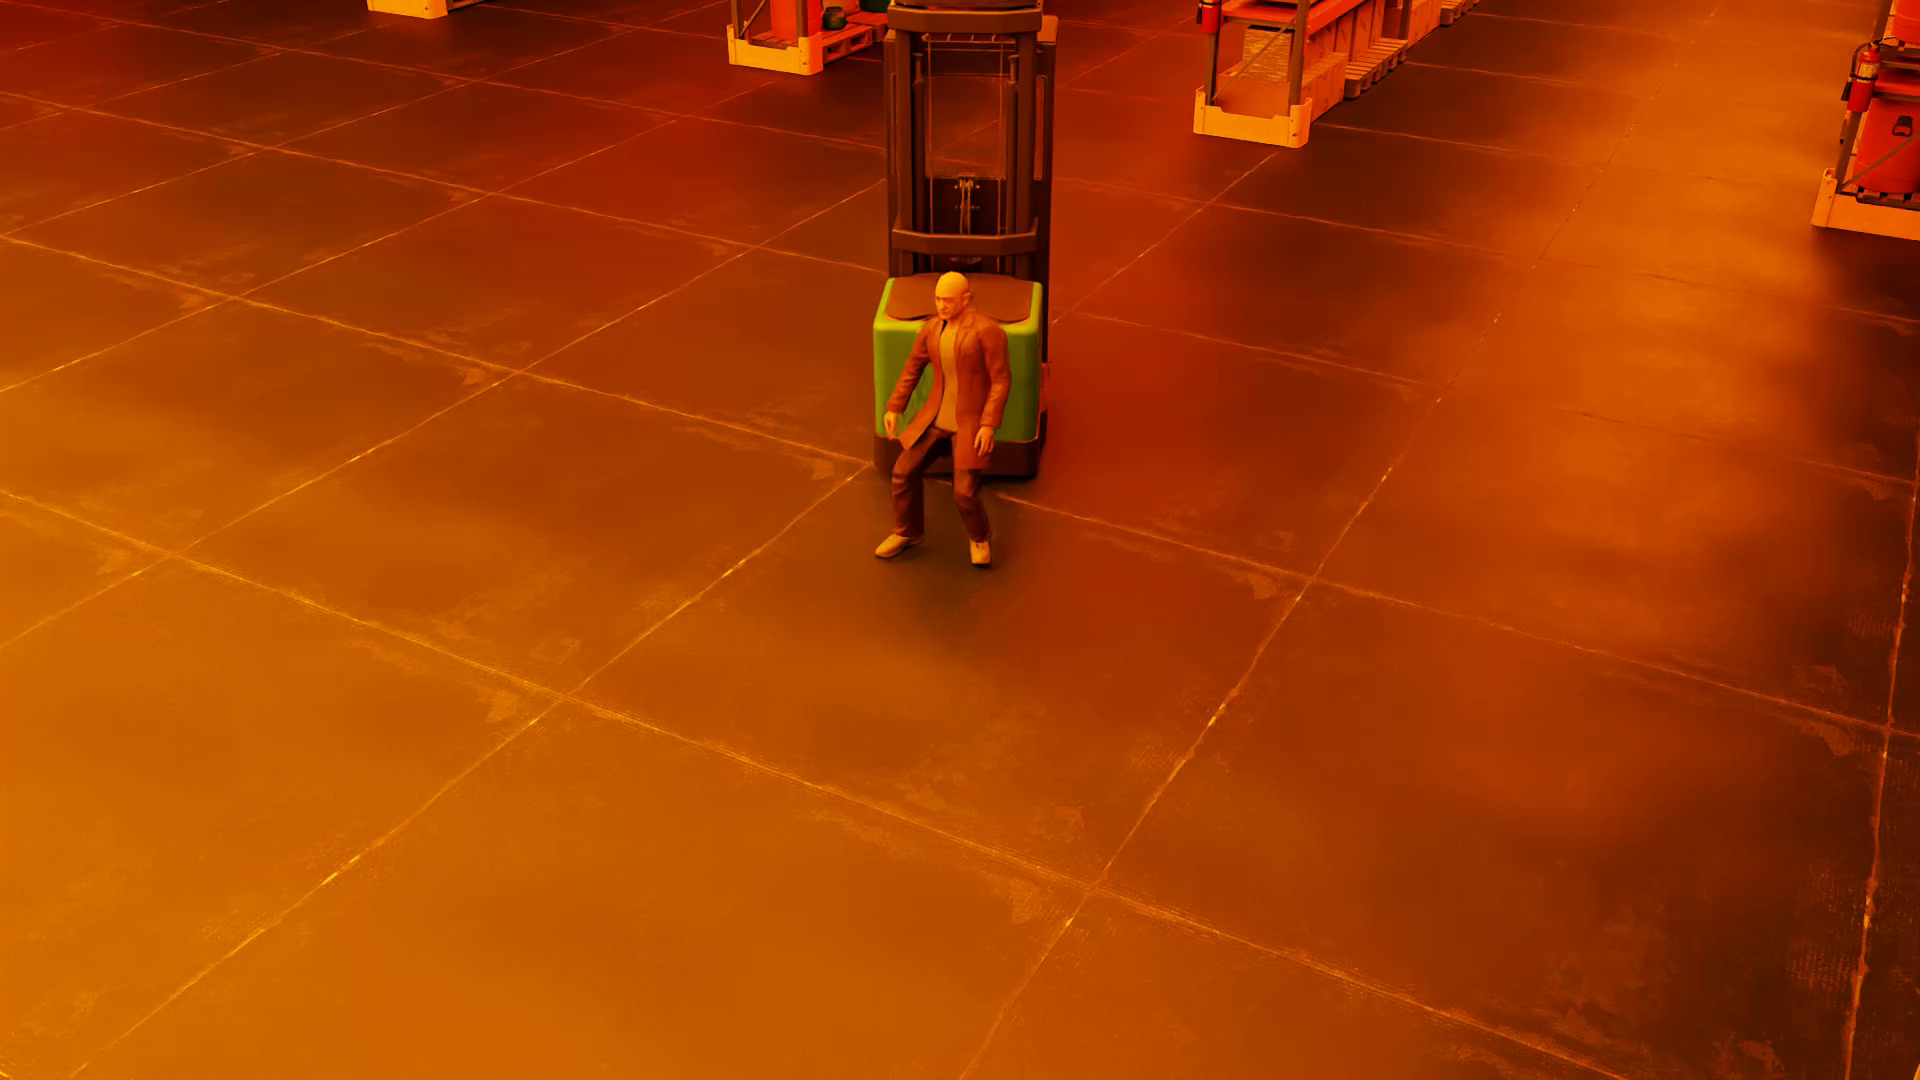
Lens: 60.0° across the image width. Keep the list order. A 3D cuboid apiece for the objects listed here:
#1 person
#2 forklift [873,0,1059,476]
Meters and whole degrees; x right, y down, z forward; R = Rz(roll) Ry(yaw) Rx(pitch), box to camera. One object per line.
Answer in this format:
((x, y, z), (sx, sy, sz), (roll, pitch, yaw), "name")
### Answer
((-0.119, -0.664, 9.445), (0.799, 1.708, 0.583), (19, 35, 30), "person")
((0.080, -2.385, 11.203), (1.130, 2.935, 3.031), (2, 30, 4), "forklift")
